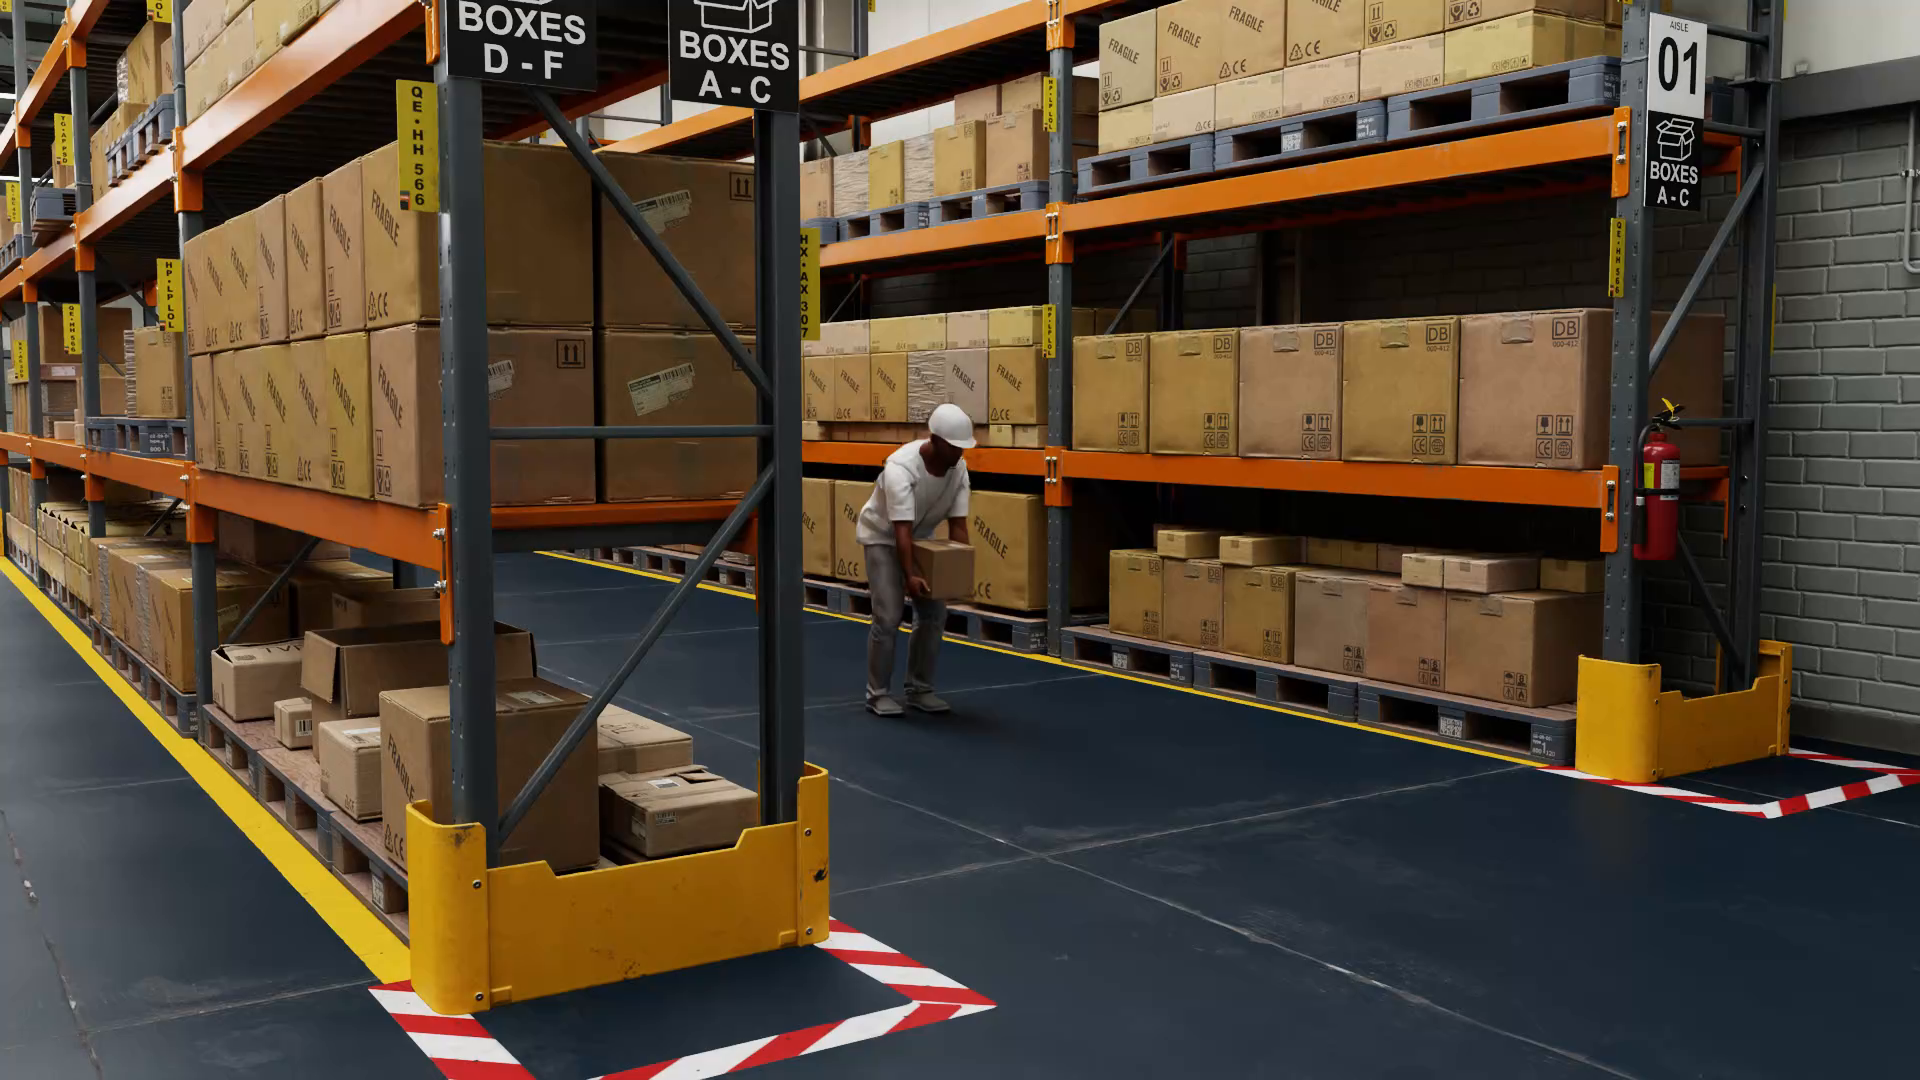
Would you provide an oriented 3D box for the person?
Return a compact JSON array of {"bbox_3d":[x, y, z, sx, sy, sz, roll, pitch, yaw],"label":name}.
[{"bbox_3d":[-0.189,0.104,8.481,0.489,1.588,0.763,-3,6,-35],"label":"person"}]
